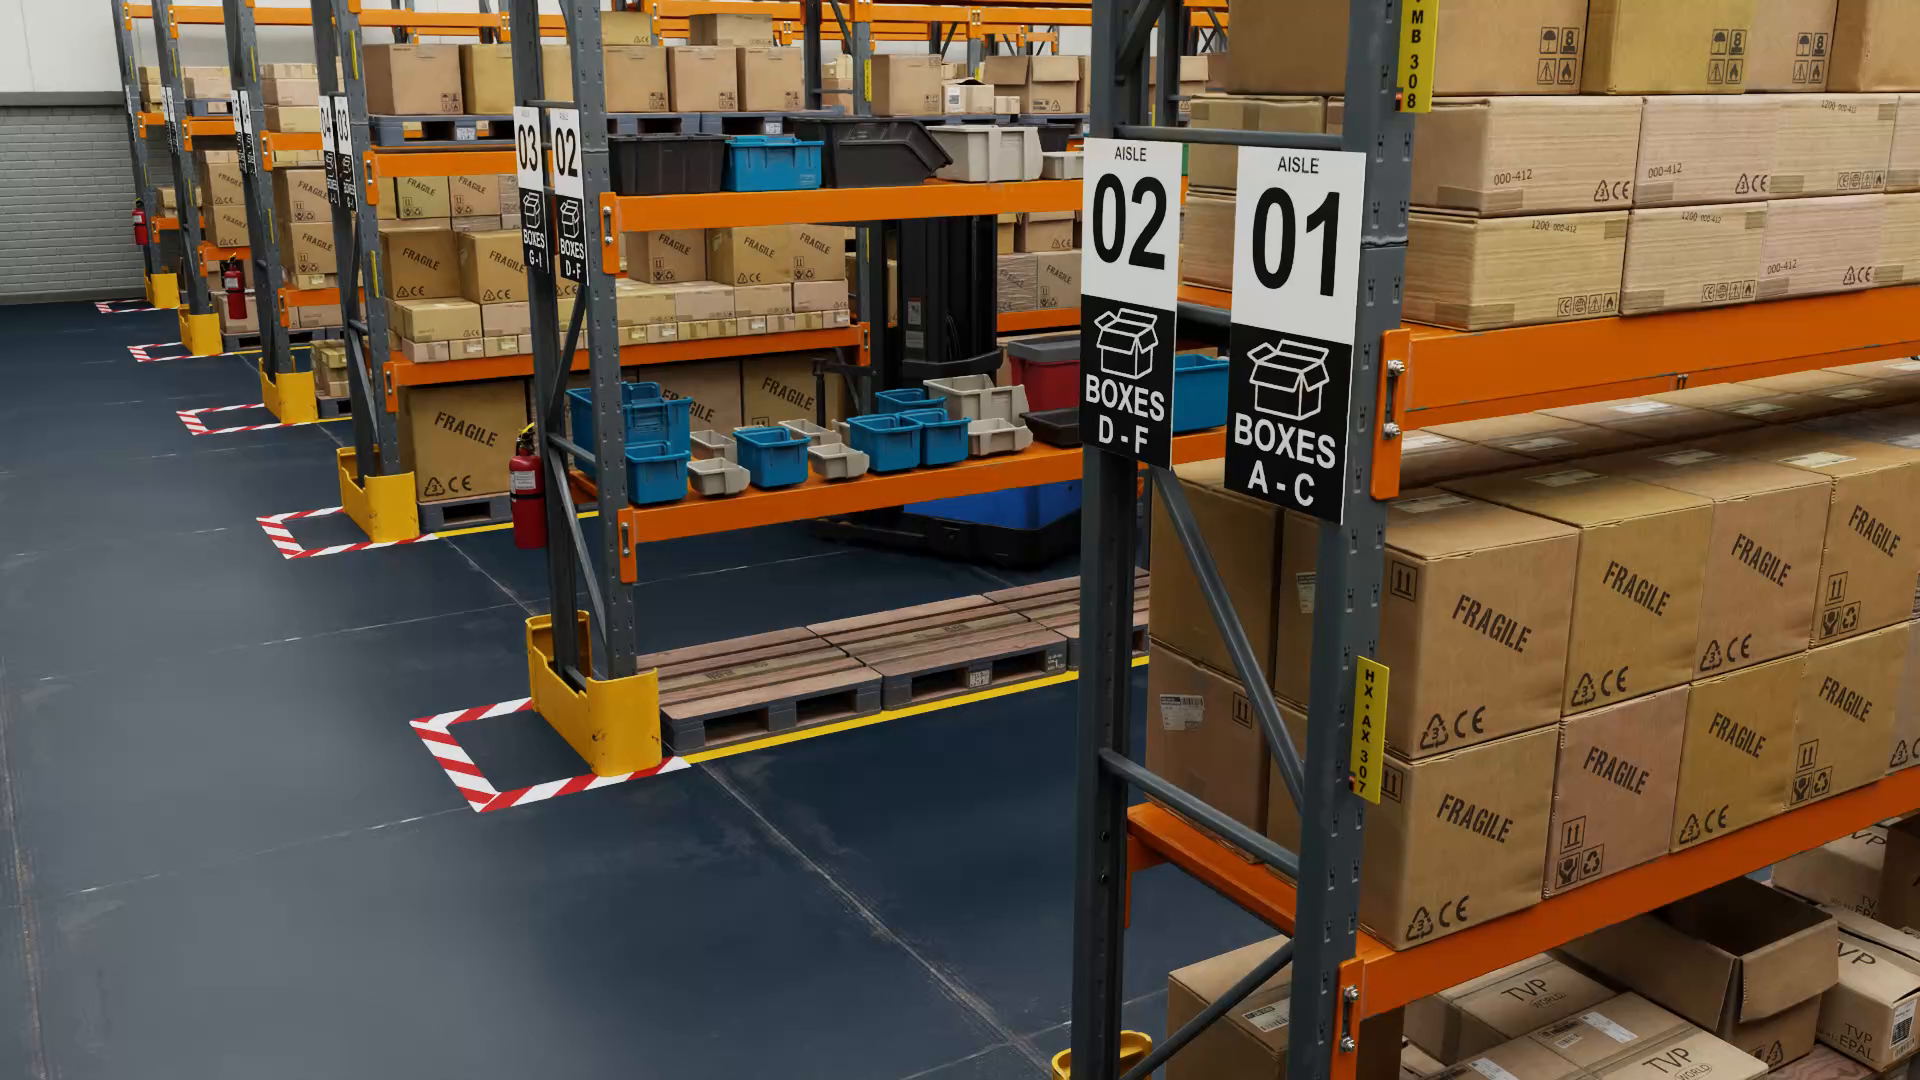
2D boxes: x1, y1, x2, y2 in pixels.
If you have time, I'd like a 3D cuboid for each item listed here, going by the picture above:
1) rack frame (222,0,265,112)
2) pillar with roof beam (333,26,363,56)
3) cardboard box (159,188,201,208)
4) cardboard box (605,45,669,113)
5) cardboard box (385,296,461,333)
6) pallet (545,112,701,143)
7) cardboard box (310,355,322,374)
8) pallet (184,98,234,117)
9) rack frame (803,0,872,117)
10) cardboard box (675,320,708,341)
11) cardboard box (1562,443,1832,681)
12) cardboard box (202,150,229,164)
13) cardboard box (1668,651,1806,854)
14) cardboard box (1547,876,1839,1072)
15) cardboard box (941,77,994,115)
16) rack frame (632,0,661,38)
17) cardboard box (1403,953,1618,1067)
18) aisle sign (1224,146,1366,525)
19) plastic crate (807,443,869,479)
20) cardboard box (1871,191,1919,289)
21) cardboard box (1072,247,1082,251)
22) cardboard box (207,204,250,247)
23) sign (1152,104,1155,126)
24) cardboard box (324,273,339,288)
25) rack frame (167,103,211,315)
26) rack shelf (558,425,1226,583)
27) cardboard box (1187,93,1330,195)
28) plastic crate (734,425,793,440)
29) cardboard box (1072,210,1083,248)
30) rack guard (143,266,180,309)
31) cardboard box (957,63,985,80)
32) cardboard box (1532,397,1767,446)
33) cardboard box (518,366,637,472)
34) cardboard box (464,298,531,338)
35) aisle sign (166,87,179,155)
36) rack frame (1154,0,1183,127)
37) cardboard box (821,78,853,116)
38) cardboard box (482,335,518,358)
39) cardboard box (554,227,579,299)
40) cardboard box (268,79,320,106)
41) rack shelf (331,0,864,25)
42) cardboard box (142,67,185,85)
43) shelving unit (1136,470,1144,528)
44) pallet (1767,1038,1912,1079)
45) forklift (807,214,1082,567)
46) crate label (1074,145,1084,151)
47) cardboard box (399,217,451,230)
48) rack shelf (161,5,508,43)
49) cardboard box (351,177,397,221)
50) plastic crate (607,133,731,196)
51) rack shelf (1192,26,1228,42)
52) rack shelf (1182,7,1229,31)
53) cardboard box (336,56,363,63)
[{"bbox_3d":[-6.932,-5.625,15.806,0.127,3.000,1.000,-9,18,-30],"label":"rack frame"},{"bbox_3d":[-7.543,-7.576,22.765,0.400,9.000,9.100,-9,18,-30],"label":"pillar with roof beam"},{"bbox_3d":[-11.600,-5.088,24.729,0.500,0.250,0.500,-9,18,-29],"label":"cardboard box"},{"bbox_3d":[-2.660,-3.638,13.124,0.500,0.500,0.700,-8,18,-27],"label":"cardboard box"},{"bbox_3d":[-4.186,-1.775,12.911,0.500,0.250,0.500,-10,18,-31],"label":"cardboard box"},{"bbox_3d":[-2.787,-3.253,13.064,1.213,0.211,1.003,-9,18,-30],"label":"pallet"},{"bbox_3d":[-6.627,-1.849,17.401,0.250,0.149,0.380,-10,18,-31],"label":"cardboard box"},{"bbox_3d":[-8.938,-5.375,20.635,1.213,0.211,1.003,-9,18,-30],"label":"pallet"},{"bbox_3d":[-1.036,-5.020,13.645,0.127,3.000,1.000,-9,18,-30],"label":"rack frame"},{"bbox_3d":[-2.230,-1.713,13.430,0.250,0.149,0.380,-10,18,-31],"label":"cardboard box"},{"bbox_3d":[2.026,0.044,4.657,0.500,0.500,0.500,-9,18,-29],"label":"cardboard box"},{"bbox_3d":[-9.121,-4.695,20.363,0.250,0.149,0.380,-9,18,-29],"label":"cardboard box"},{"bbox_3d":[2.022,0.526,4.789,0.500,0.500,0.500,-9,18,-30],"label":"cardboard box"},{"bbox_3d":[2.455,1.414,5.619,0.637,0.503,0.797,-9,18,-30],"label":"cardboard box"},{"bbox_3d":[-0.049,-3.866,14.475,0.500,0.311,0.500,-10,18,-32],"label":"cardboard box"},{"bbox_3d":[-5.270,-9.017,27.904,0.127,3.000,1.000,-9,18,-30],"label":"rack frame"},{"bbox_3d":[1.803,1.572,5.524,0.500,0.250,0.500,-9,18,-30],"label":"cardboard box"},{"bbox_3d":[0.727,-0.457,3.666,0.004,0.787,0.394,-9,18,-30],"label":"aisle sign"},{"bbox_3d":[-0.633,-0.409,8.689,0.298,0.136,0.250,-9,18,-30],"label":"plastic crate"},{"bbox_3d":[2.494,-0.875,4.693,0.500,0.250,0.500,-9,18,-30],"label":"cardboard box"},{"bbox_3d":[1.224,-2.469,15.473,0.500,0.500,0.500,-10,18,-32],"label":"cardboard box"},{"bbox_3d":[-9.009,-3.916,20.639,0.500,0.500,0.500,-9,18,-30],"label":"cardboard box"},{"bbox_3d":[1.233,-2.561,10.416,0.005,0.325,0.100,-9,18,-30],"label":"sign"},{"bbox_3d":[-6.289,-2.630,16.700,0.250,0.149,0.380,-8,18,-28],"label":"cardboard box"},{"bbox_3d":[-9.568,-3.868,20.651,0.127,3.000,1.000,-9,18,-30],"label":"rack frame"},{"bbox_3d":[-0.199,-0.361,9.472,4.000,0.370,1.077,-9,18,-30],"label":"rack shelf"},{"bbox_3d":[0.943,-1.026,4.306,0.500,0.250,0.500,-9,18,-30],"label":"cardboard box"},{"bbox_3d":[-1.052,-0.523,9.097,0.243,0.136,0.396,-9,18,-30],"label":"plastic crate"},{"bbox_3d":[1.198,-3.031,15.620,0.637,0.503,0.797,-9,18,-28],"label":"cardboard box"},{"bbox_3d":[-12.062,-3.823,25.121,0.348,0.500,1.175,-9,18,-30],"label":"rack guard"},{"bbox_3d":[0.287,-7.241,25.700,0.500,0.250,0.500,-9,18,-28],"label":"cardboard box"},{"bbox_3d":[2.189,-0.153,5.359,0.500,0.500,0.500,-9,18,-28],"label":"cardboard box"},{"bbox_3d":[-3.177,-0.988,13.536,0.875,0.875,0.875,-9,18,-30],"label":"cardboard box"},{"bbox_3d":[-3.472,-1.724,12.730,0.500,0.250,0.500,-9,18,-30],"label":"cardboard box"},{"bbox_3d":[-9.480,-5.043,20.025,0.004,0.787,0.394,-9,18,-30],"label":"aisle sign"},{"bbox_3d":[1.515,-3.874,9.557,0.127,3.000,1.000,-9,18,-30],"label":"rack frame"},{"bbox_3d":[-1.286,-5.062,19.168,0.500,0.500,0.500,-9,18,-30],"label":"cardboard box"},{"bbox_3d":[-3.552,-1.499,12.665,0.250,0.149,0.380,-10,18,-31],"label":"cardboard box"},{"bbox_3d":[-3.044,-2.154,12.876,0.500,0.500,0.500,-10,18,-31],"label":"cardboard box"},{"bbox_3d":[-6.414,-4.352,16.172,0.500,0.250,0.500,-9,18,-29],"label":"cardboard box"},{"bbox_3d":[-2.750,-4.203,12.805,4.000,0.370,1.077,-9,18,-30],"label":"rack shelf"},{"bbox_3d":[-11.618,-6.776,24.267,0.500,0.250,0.500,-9,18,-30],"label":"cardboard box"},{"bbox_3d":[1.251,-0.614,12.377,0.258,1.200,0.503,5,16,17],"label":"shelving unit"},{"bbox_3d":[2.427,1.770,5.705,1.213,0.211,1.003,-9,18,-30],"label":"pallet"},{"bbox_3d":[-0.540,-1.496,12.315,3.031,2.935,1.130,9,18,29],"label":"forklift"},{"bbox_3d":[0.947,-2.301,9.994,0.466,0.136,0.293,-9,18,-30],"label":"crate label"},{"bbox_3d":[-5.533,-3.072,17.075,0.500,0.500,0.500,-9,18,-29],"label":"cardboard box"},{"bbox_3d":[-7.854,-6.496,20.984,4.000,0.370,1.077,-9,18,-30],"label":"rack shelf"},{"bbox_3d":[-5.981,-3.482,16.686,0.500,0.500,0.500,-9,18,-28],"label":"cardboard box"},{"bbox_3d":[-1.440,-1.800,7.957,0.590,0.269,0.497,-9,18,-30],"label":"plastic crate"},{"bbox_3d":[5.068,-7.033,22.899,4.000,0.370,1.077,-9,18,-30],"label":"rack shelf"},{"bbox_3d":[4.107,-5.315,16.772,4.000,0.370,1.077,-9,18,-30],"label":"rack shelf"},{"bbox_3d":[-7.763,-5.856,21.038,0.500,0.500,0.500,-9,18,-29],"label":"cardboard box"}]
